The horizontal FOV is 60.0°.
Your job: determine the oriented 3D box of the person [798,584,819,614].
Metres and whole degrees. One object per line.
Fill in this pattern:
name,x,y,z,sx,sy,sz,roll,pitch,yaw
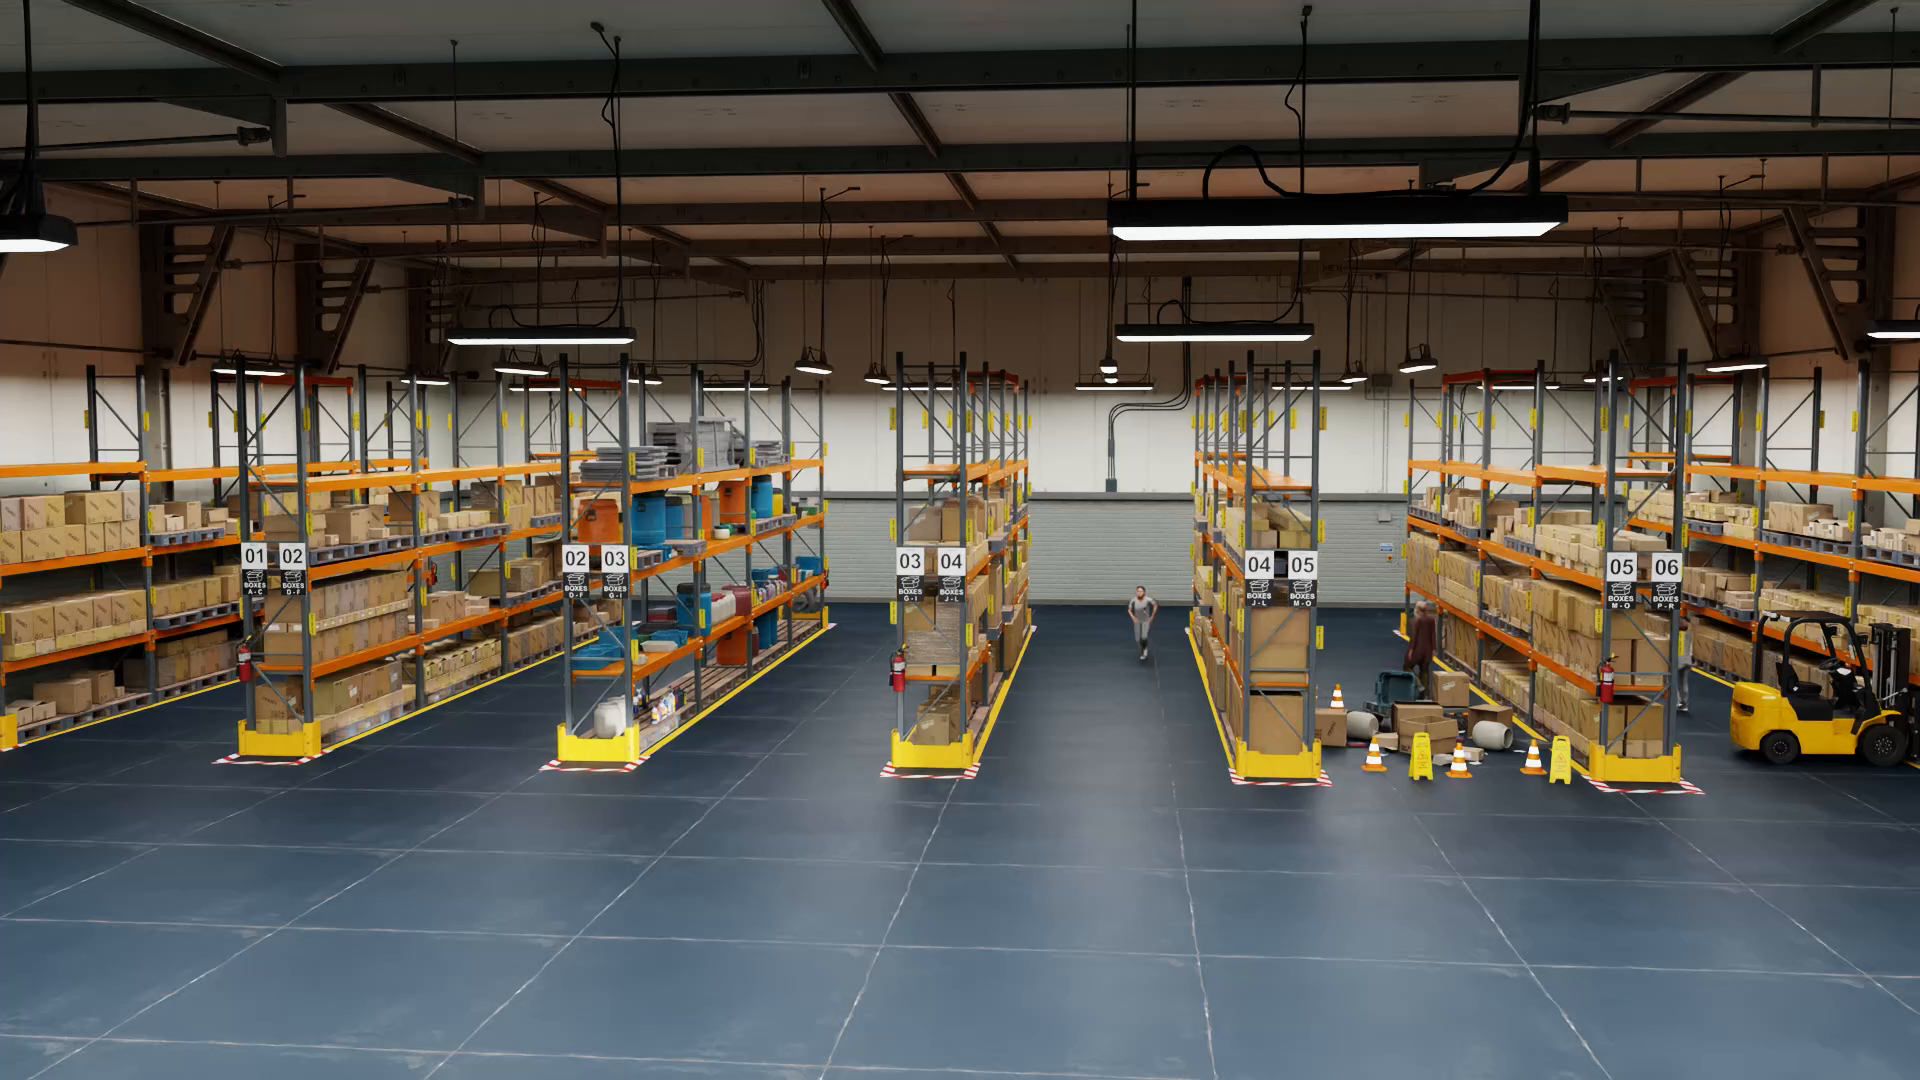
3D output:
person,-3.811,1.204,41.915,0.860,1.615,0.445,3,5,39

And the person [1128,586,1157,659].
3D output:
person,3.846,1.732,34.960,0.595,1.581,0.697,1,4,15

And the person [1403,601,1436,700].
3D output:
person,8.305,1.985,29.907,0.638,1.779,0.532,-2,5,-25

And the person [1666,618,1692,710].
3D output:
person,12.494,2.169,28.805,0.443,1.623,0.362,-2,4,-22
